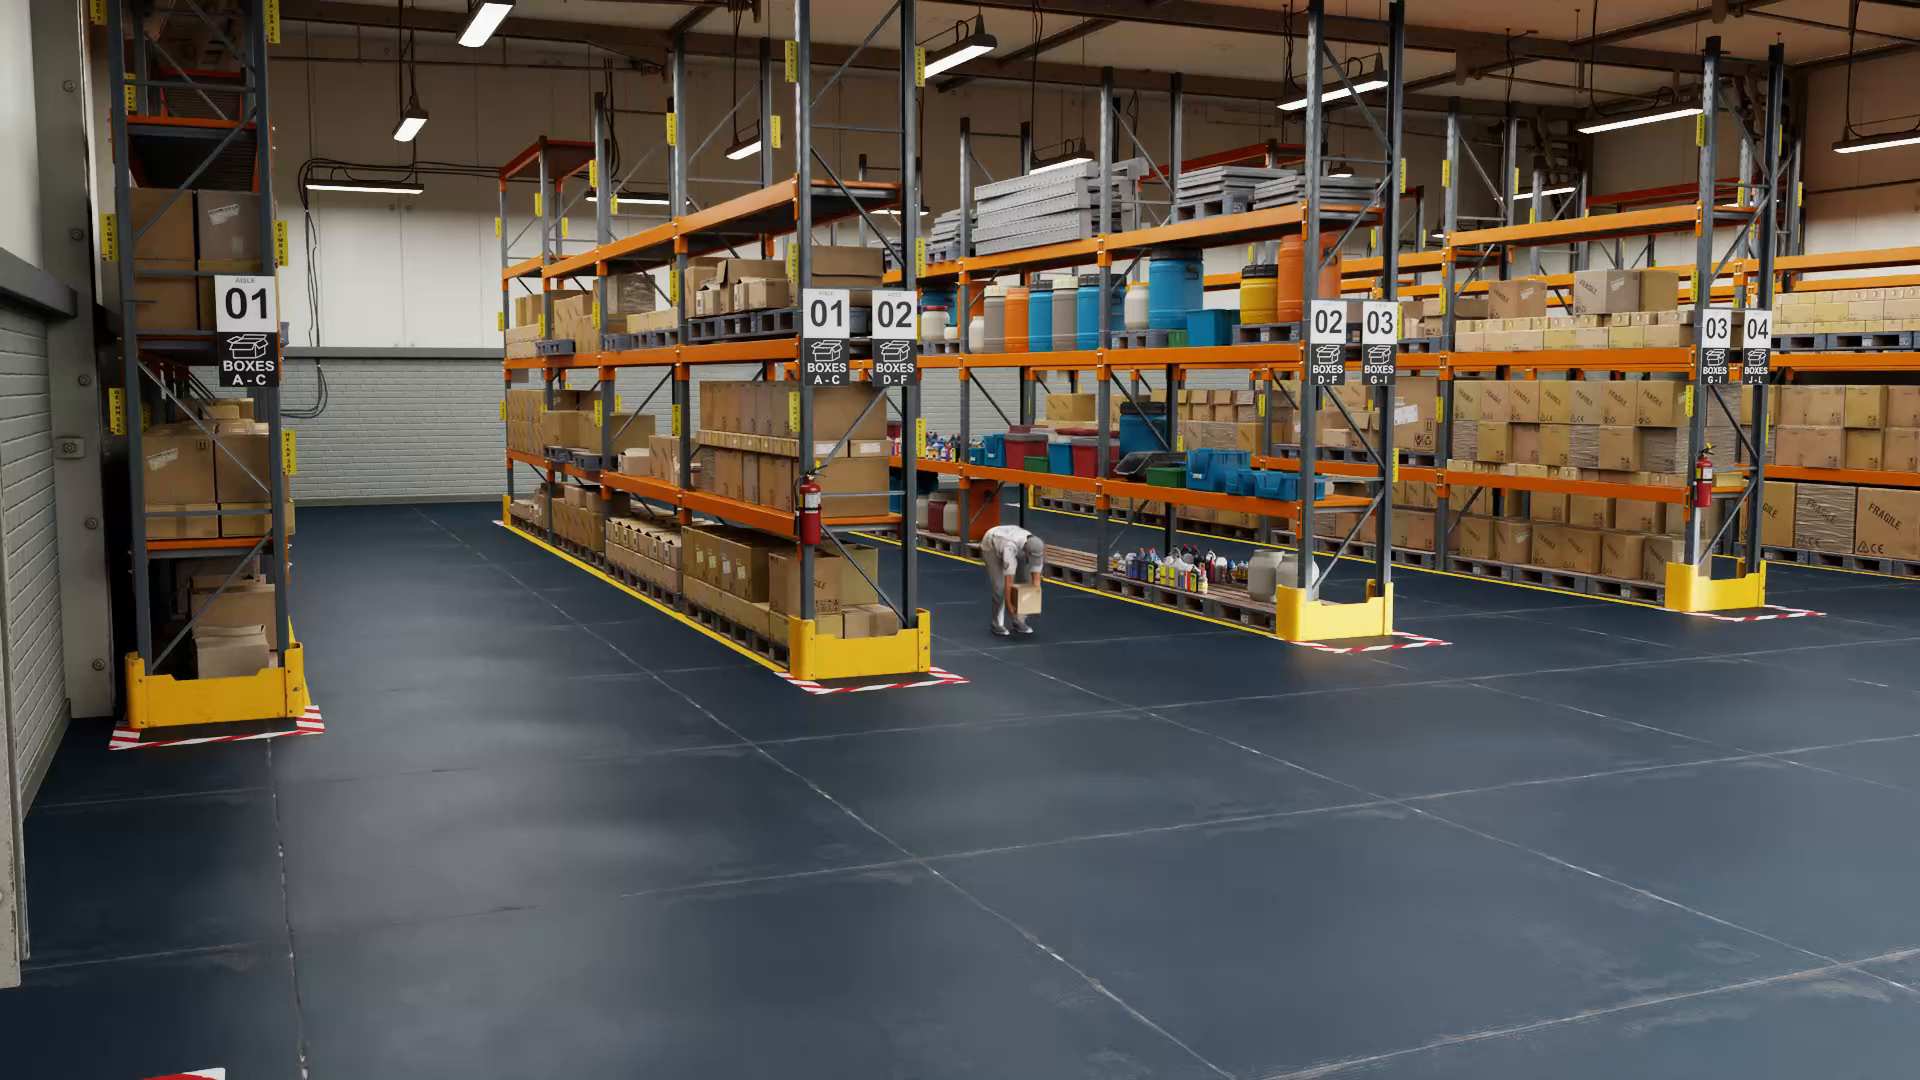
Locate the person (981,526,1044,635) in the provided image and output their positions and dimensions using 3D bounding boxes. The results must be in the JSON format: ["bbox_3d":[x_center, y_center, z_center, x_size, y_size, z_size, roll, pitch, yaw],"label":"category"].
[{"bbox_3d":[0.562,0.399,16.098,0.466,1.047,0.951,-3,6,-27],"label":"person"}]
